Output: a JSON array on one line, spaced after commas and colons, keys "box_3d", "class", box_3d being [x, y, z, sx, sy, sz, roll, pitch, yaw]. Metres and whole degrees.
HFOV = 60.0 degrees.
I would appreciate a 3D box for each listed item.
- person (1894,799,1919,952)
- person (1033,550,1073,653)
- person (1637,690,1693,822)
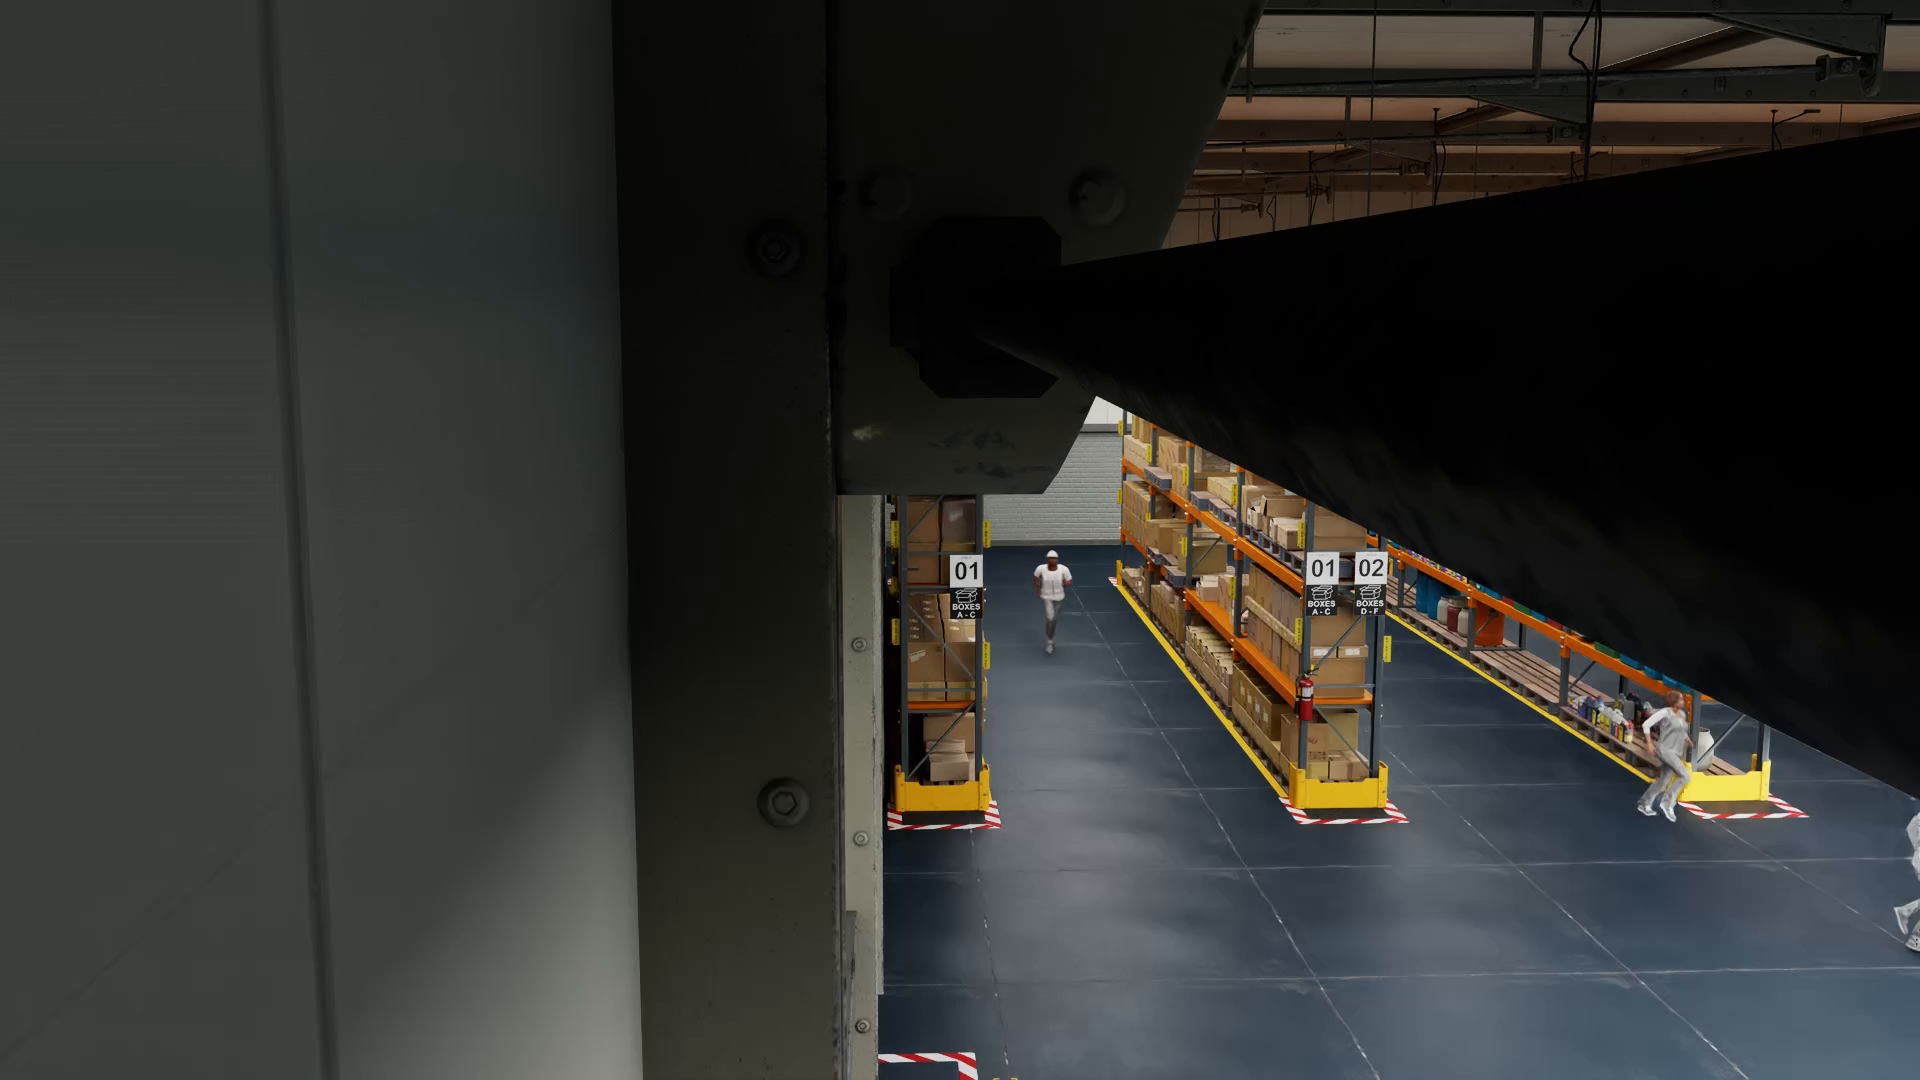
[{"box_3d": [9.365, 3.172, 16.014, 0.561, 1.665, 0.657, 3, 9, 21], "class": "person"}, {"box_3d": [1.677, 1.081, 29.826, 0.664, 1.833, 0.783, -1, 8, -7], "class": "person"}, {"box_3d": [8.612, 2.589, 20.151, 0.530, 1.538, 0.622, -7, 11, -39], "class": "person"}]
